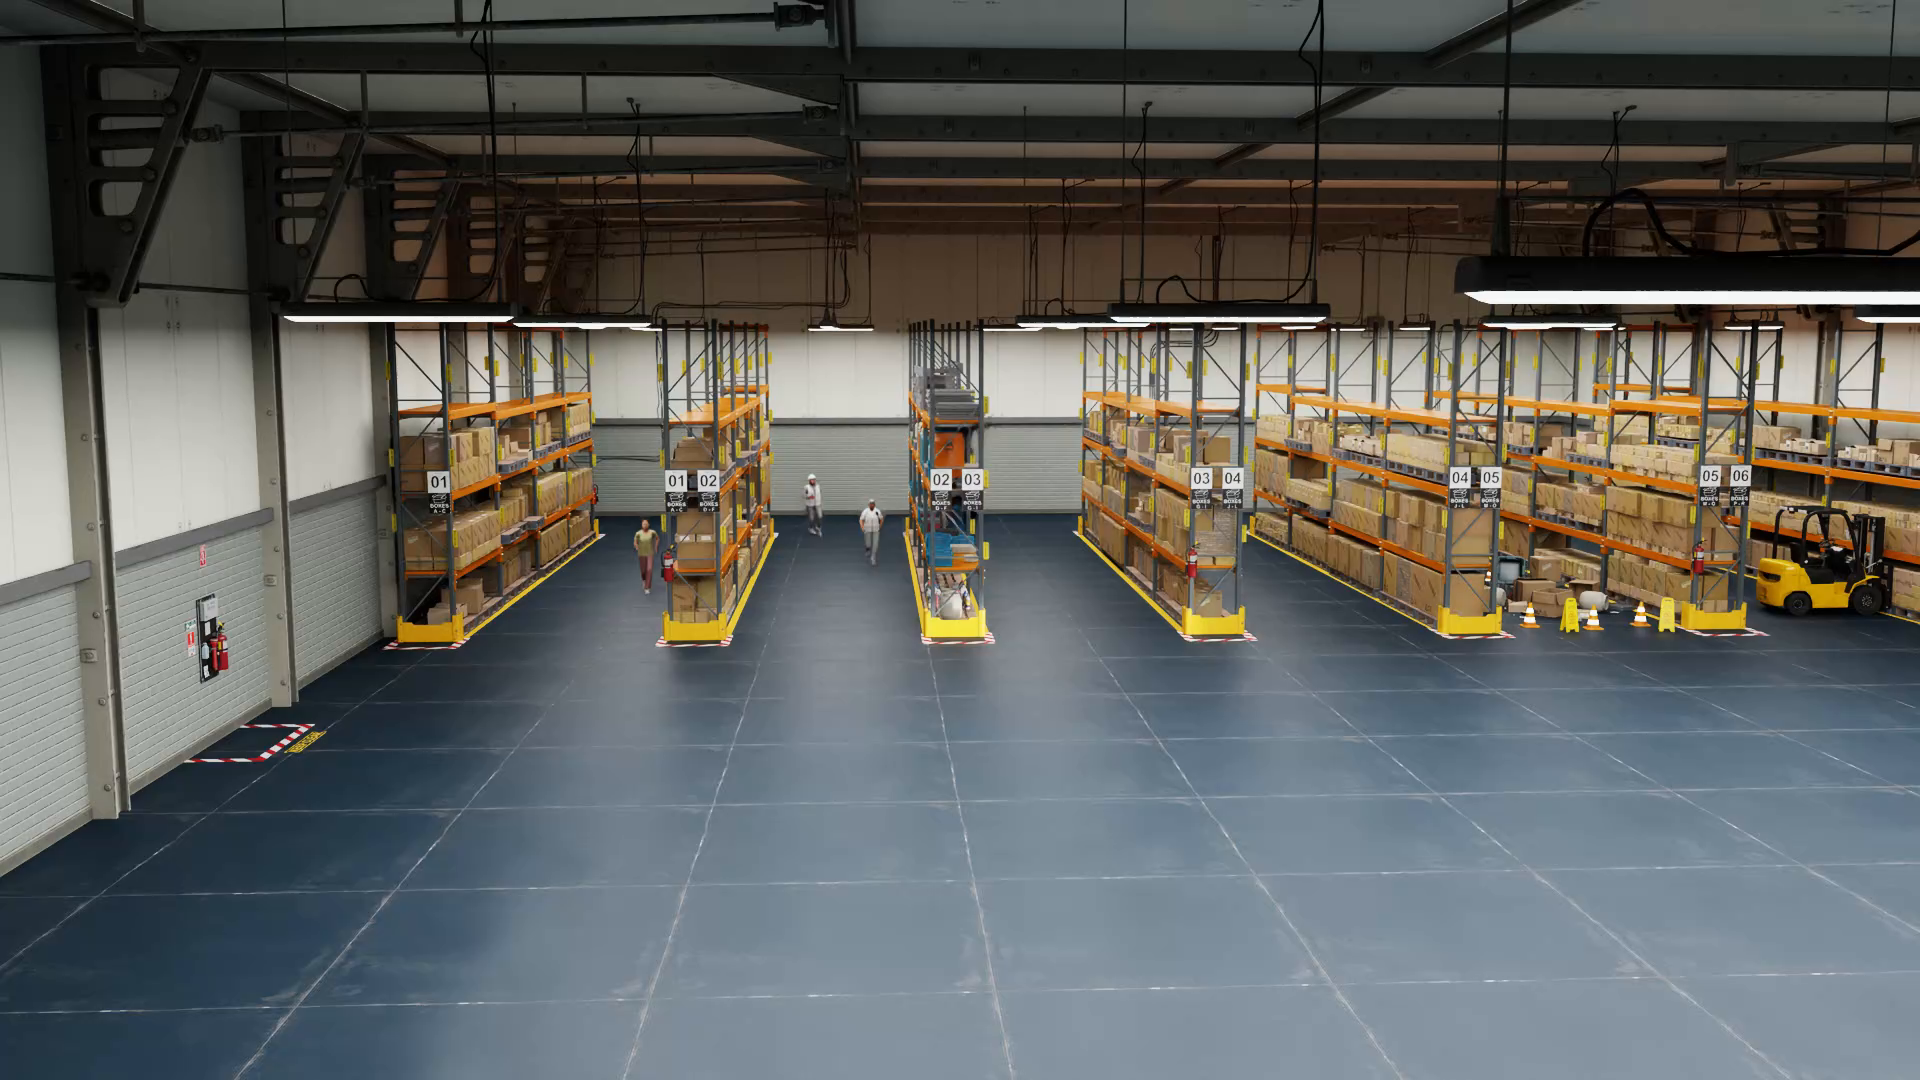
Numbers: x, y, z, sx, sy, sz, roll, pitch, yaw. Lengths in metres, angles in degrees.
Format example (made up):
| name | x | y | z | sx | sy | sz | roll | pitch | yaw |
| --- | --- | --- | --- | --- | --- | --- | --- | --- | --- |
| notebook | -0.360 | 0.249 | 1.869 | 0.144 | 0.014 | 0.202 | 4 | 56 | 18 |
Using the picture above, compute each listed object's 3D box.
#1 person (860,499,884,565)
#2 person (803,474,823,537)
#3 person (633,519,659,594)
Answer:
| name | x | y | z | sx | sy | sz | roll | pitch | yaw |
| --- | --- | --- | --- | --- | --- | --- | --- | --- | --- |
| person | -2.210 | -0.214 | 41.726 | 0.616 | 1.620 | 0.599 | -1 | 7 | -8 |
| person | -4.192 | -0.972 | 47.279 | 0.606 | 1.813 | 0.760 | -3 | 8 | -20 |
| person | -6.981 | 0.335 | 37.053 | 0.566 | 1.647 | 0.875 | -1 | 7 | -8 |
